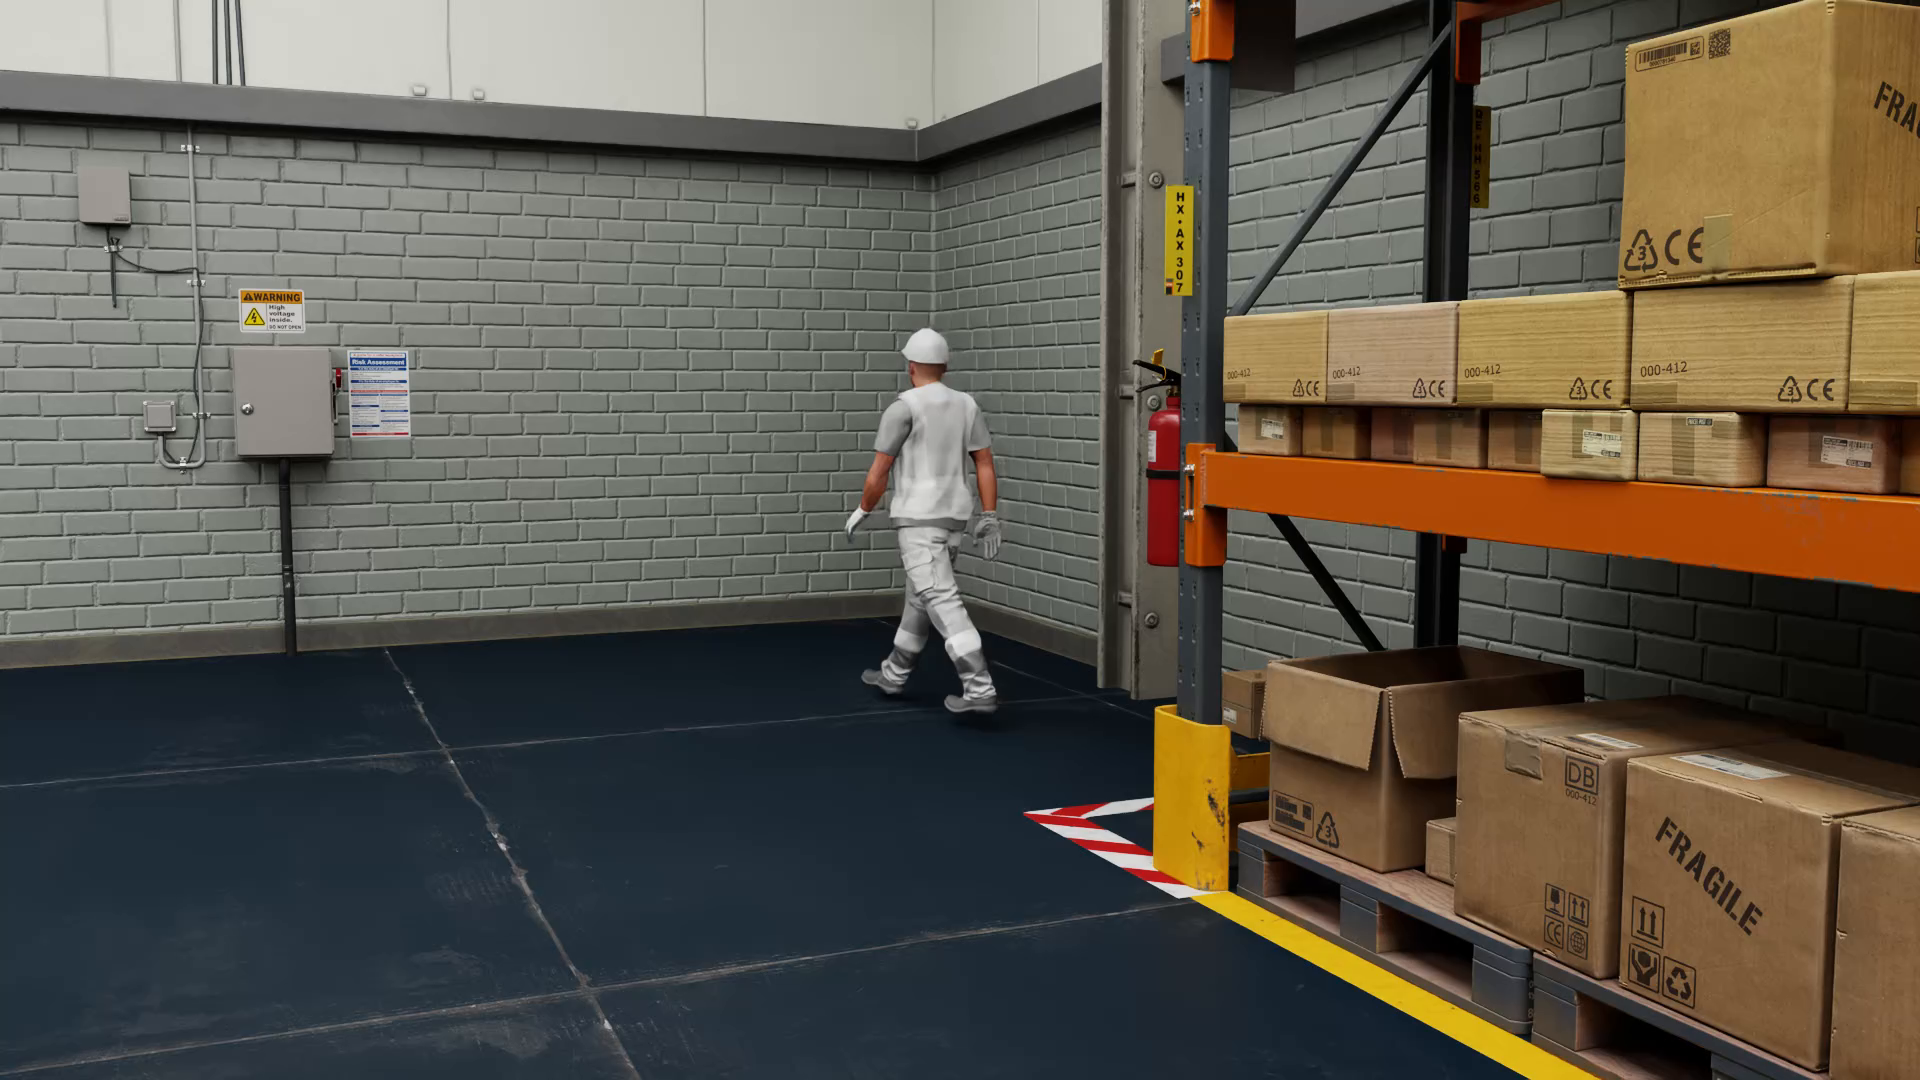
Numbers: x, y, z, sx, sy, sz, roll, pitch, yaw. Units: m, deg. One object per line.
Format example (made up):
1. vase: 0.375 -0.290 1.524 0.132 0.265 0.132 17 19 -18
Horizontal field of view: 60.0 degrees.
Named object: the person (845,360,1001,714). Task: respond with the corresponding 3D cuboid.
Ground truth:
1. person: -0.180 -0.074 7.606 0.559 1.679 1.097 -5 7 -41
